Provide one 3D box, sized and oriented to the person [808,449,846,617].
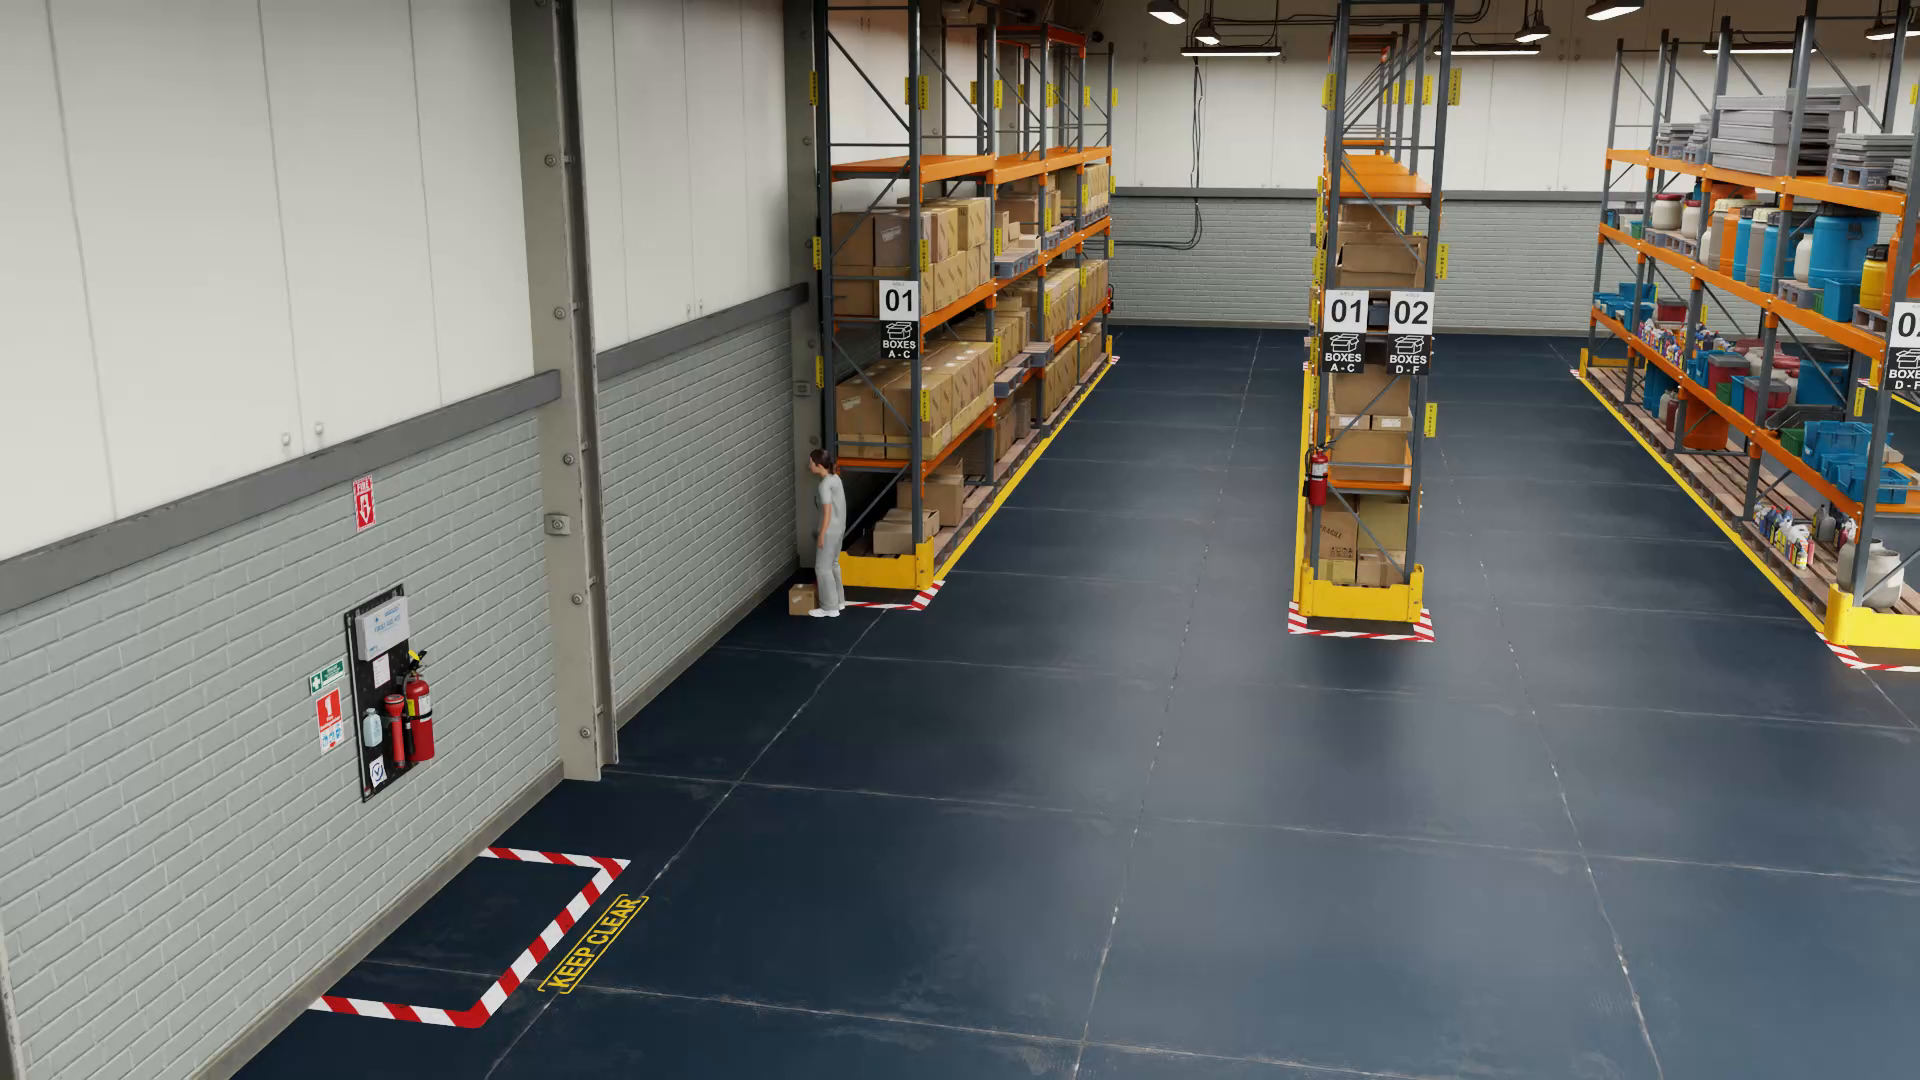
[{"bbox_3d":[-1.304,-0.083,16.333,0.365,1.671,0.504,2,15,8],"label":"person"}]
